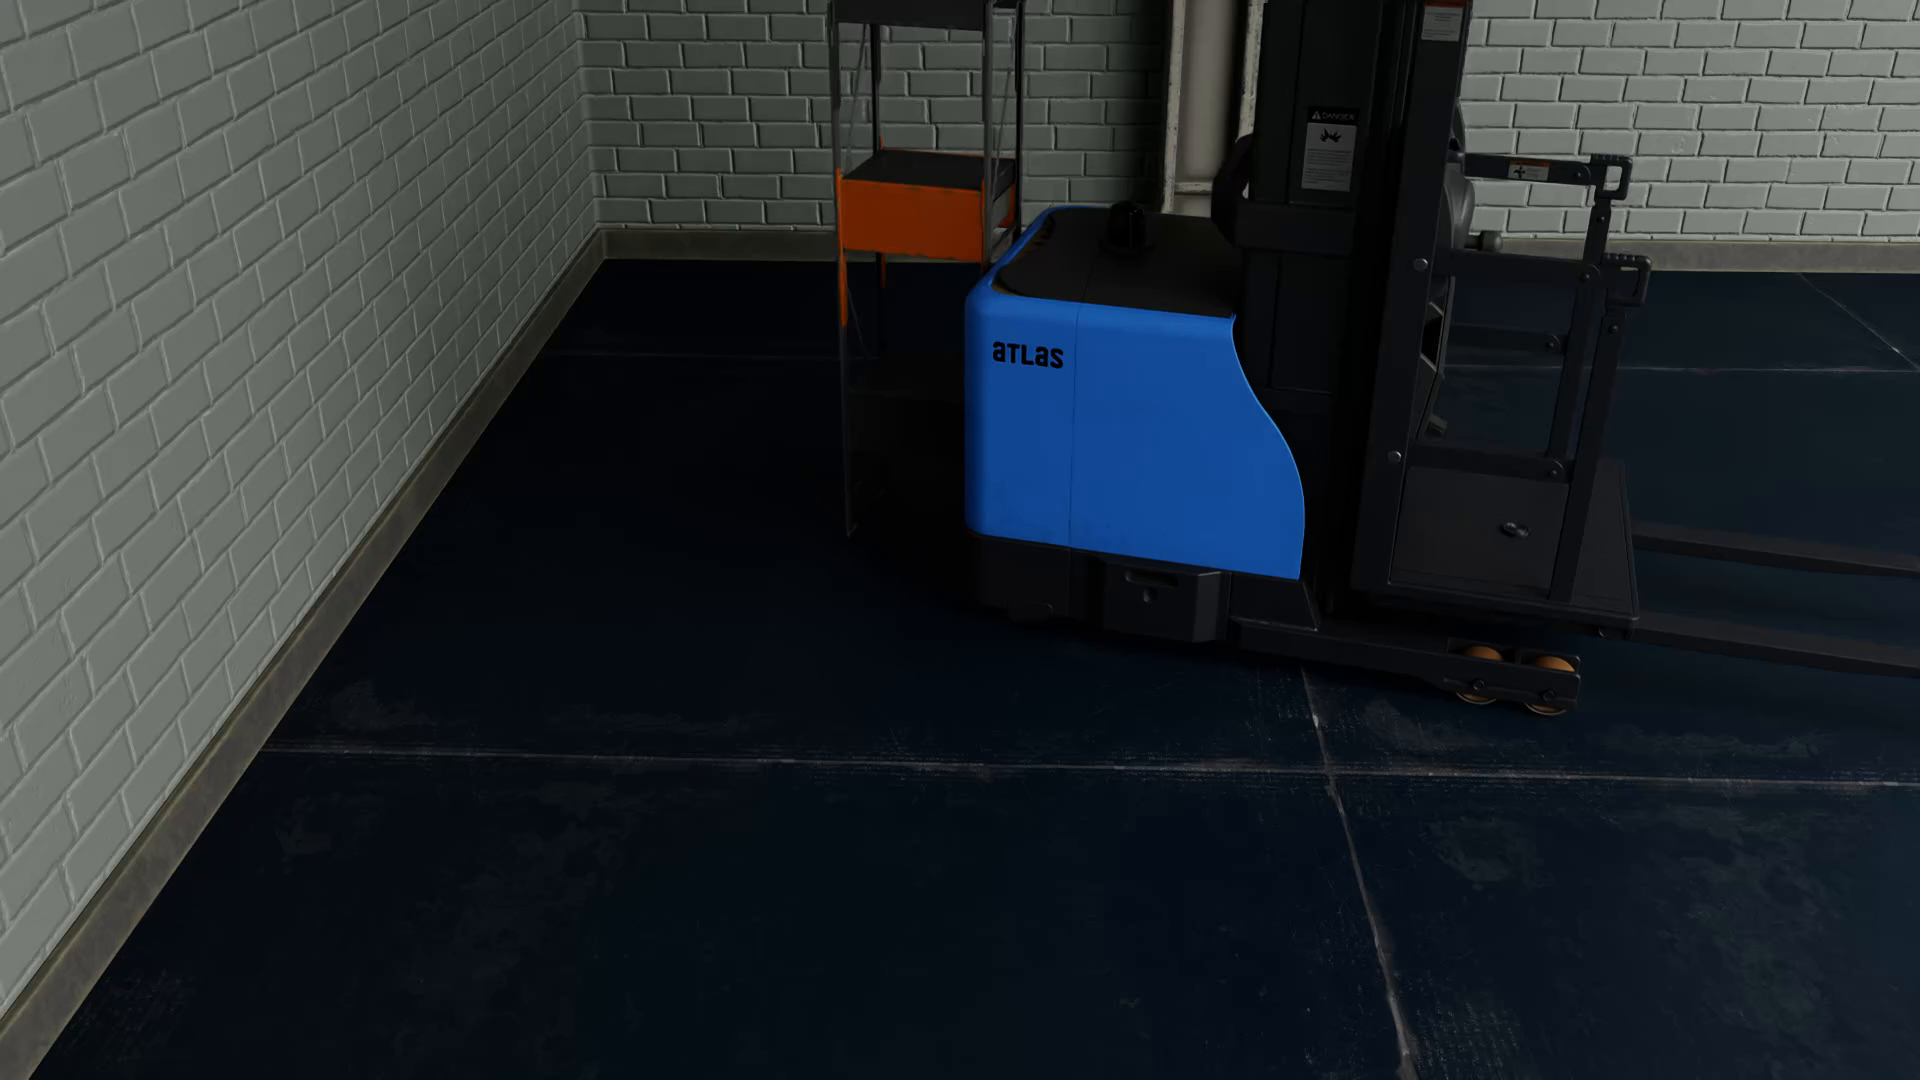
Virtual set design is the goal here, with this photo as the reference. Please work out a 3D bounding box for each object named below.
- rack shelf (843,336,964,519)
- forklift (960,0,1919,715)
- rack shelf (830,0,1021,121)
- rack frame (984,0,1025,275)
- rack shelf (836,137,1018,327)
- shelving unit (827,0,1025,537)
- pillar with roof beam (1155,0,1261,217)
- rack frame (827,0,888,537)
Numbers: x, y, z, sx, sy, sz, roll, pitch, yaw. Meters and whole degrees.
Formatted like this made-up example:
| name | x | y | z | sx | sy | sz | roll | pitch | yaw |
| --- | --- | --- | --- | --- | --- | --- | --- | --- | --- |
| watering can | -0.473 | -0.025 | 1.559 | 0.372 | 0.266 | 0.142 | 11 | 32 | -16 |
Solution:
| name | x | y | z | sx | sy | sz | roll | pitch | yaw |
| --- | --- | --- | --- | --- | --- | --- | --- | --- | --- |
| rack shelf | -0.096 | -0.363 | 5.716 | 0.480 | 0.518 | 0.431 | 8 | 29 | 15 |
| forklift | 1.574 | -1.068 | 4.636 | 3.031 | 2.935 | 1.130 | 8 | 29 | 15 |
| rack shelf | -0.096 | -1.600 | 5.060 | 0.480 | 0.518 | 0.431 | 8 | 29 | 15 |
| rack frame | 0.137 | -0.960 | 5.318 | 0.015 | 2.100 | 0.400 | 8 | 29 | 15 |
| rack shelf | -0.096 | -0.981 | 5.388 | 0.480 | 0.518 | 0.431 | 8 | 29 | 15 |
| shelving unit | -0.096 | -0.993 | 5.382 | 0.503 | 2.100 | 0.431 | 8 | 29 | 15 |
| pillar with roof beam | 1.010 | -3.284 | 2.337 | 0.400 | 9.000 | 9.100 | 1 | 28 | 2 |
| rack frame | -0.329 | -1.027 | 5.445 | 0.015 | 2.100 | 0.400 | 8 | 29 | 15 |
